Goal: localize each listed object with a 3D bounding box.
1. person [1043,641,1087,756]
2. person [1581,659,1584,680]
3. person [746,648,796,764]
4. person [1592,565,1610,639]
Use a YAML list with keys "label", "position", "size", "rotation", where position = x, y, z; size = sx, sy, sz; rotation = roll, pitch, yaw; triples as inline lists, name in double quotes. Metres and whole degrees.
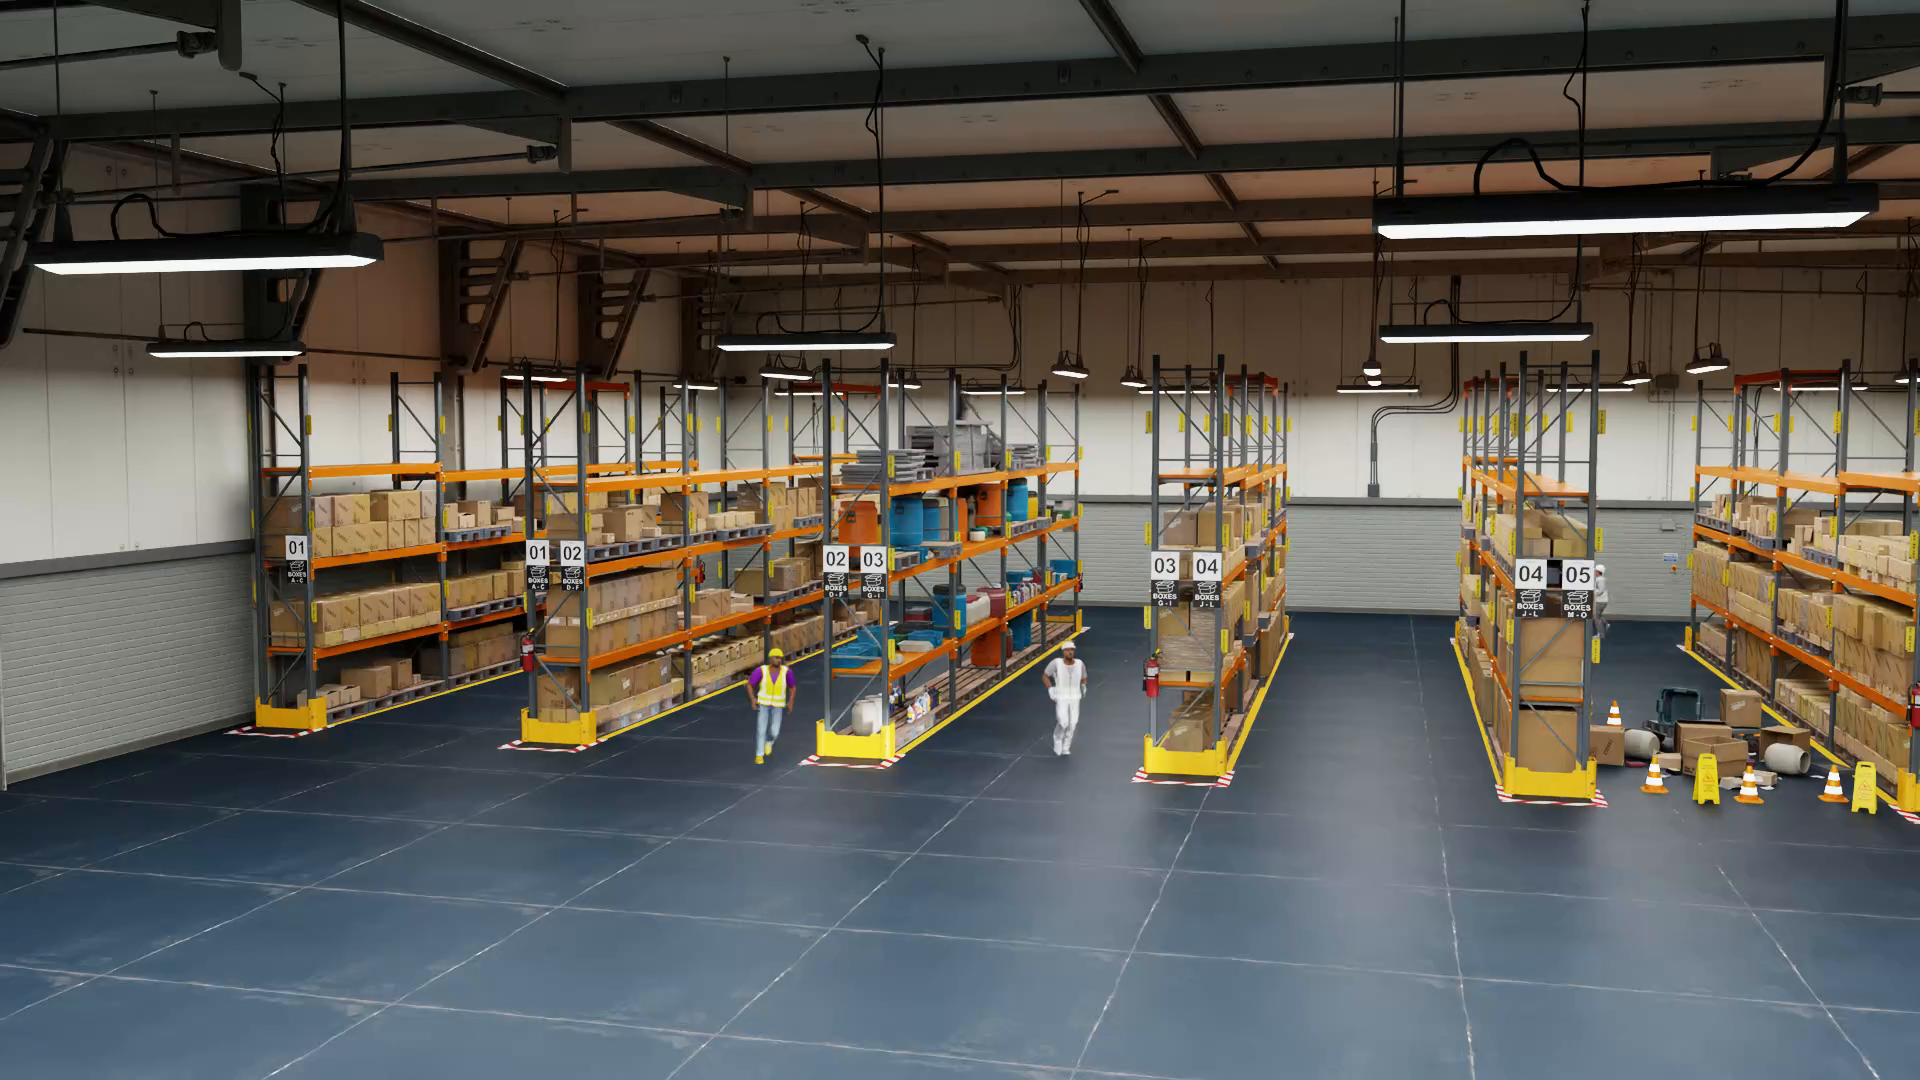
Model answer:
- label: "person"
  position: [1.625, 2.391, 24.995]
  size: [0.654, 1.736, 0.615]
  rotation: [-1, 4, -14]
- label: "person"
  position: [11.679, 2.038, 31.545]
  size: [0.568, 1.653, 0.896]
  rotation: [1, 4, 10]
- label: "person"
  position: [-2.800, 2.450, 24.738]
  size: [0.748, 1.705, 0.552]
  rotation: [-1, 4, -13]
- label: "person"
  position: [14.973, 1.448, 39.030]
  size: [0.607, 1.743, 0.651]
  rotation: [1, 4, 16]
